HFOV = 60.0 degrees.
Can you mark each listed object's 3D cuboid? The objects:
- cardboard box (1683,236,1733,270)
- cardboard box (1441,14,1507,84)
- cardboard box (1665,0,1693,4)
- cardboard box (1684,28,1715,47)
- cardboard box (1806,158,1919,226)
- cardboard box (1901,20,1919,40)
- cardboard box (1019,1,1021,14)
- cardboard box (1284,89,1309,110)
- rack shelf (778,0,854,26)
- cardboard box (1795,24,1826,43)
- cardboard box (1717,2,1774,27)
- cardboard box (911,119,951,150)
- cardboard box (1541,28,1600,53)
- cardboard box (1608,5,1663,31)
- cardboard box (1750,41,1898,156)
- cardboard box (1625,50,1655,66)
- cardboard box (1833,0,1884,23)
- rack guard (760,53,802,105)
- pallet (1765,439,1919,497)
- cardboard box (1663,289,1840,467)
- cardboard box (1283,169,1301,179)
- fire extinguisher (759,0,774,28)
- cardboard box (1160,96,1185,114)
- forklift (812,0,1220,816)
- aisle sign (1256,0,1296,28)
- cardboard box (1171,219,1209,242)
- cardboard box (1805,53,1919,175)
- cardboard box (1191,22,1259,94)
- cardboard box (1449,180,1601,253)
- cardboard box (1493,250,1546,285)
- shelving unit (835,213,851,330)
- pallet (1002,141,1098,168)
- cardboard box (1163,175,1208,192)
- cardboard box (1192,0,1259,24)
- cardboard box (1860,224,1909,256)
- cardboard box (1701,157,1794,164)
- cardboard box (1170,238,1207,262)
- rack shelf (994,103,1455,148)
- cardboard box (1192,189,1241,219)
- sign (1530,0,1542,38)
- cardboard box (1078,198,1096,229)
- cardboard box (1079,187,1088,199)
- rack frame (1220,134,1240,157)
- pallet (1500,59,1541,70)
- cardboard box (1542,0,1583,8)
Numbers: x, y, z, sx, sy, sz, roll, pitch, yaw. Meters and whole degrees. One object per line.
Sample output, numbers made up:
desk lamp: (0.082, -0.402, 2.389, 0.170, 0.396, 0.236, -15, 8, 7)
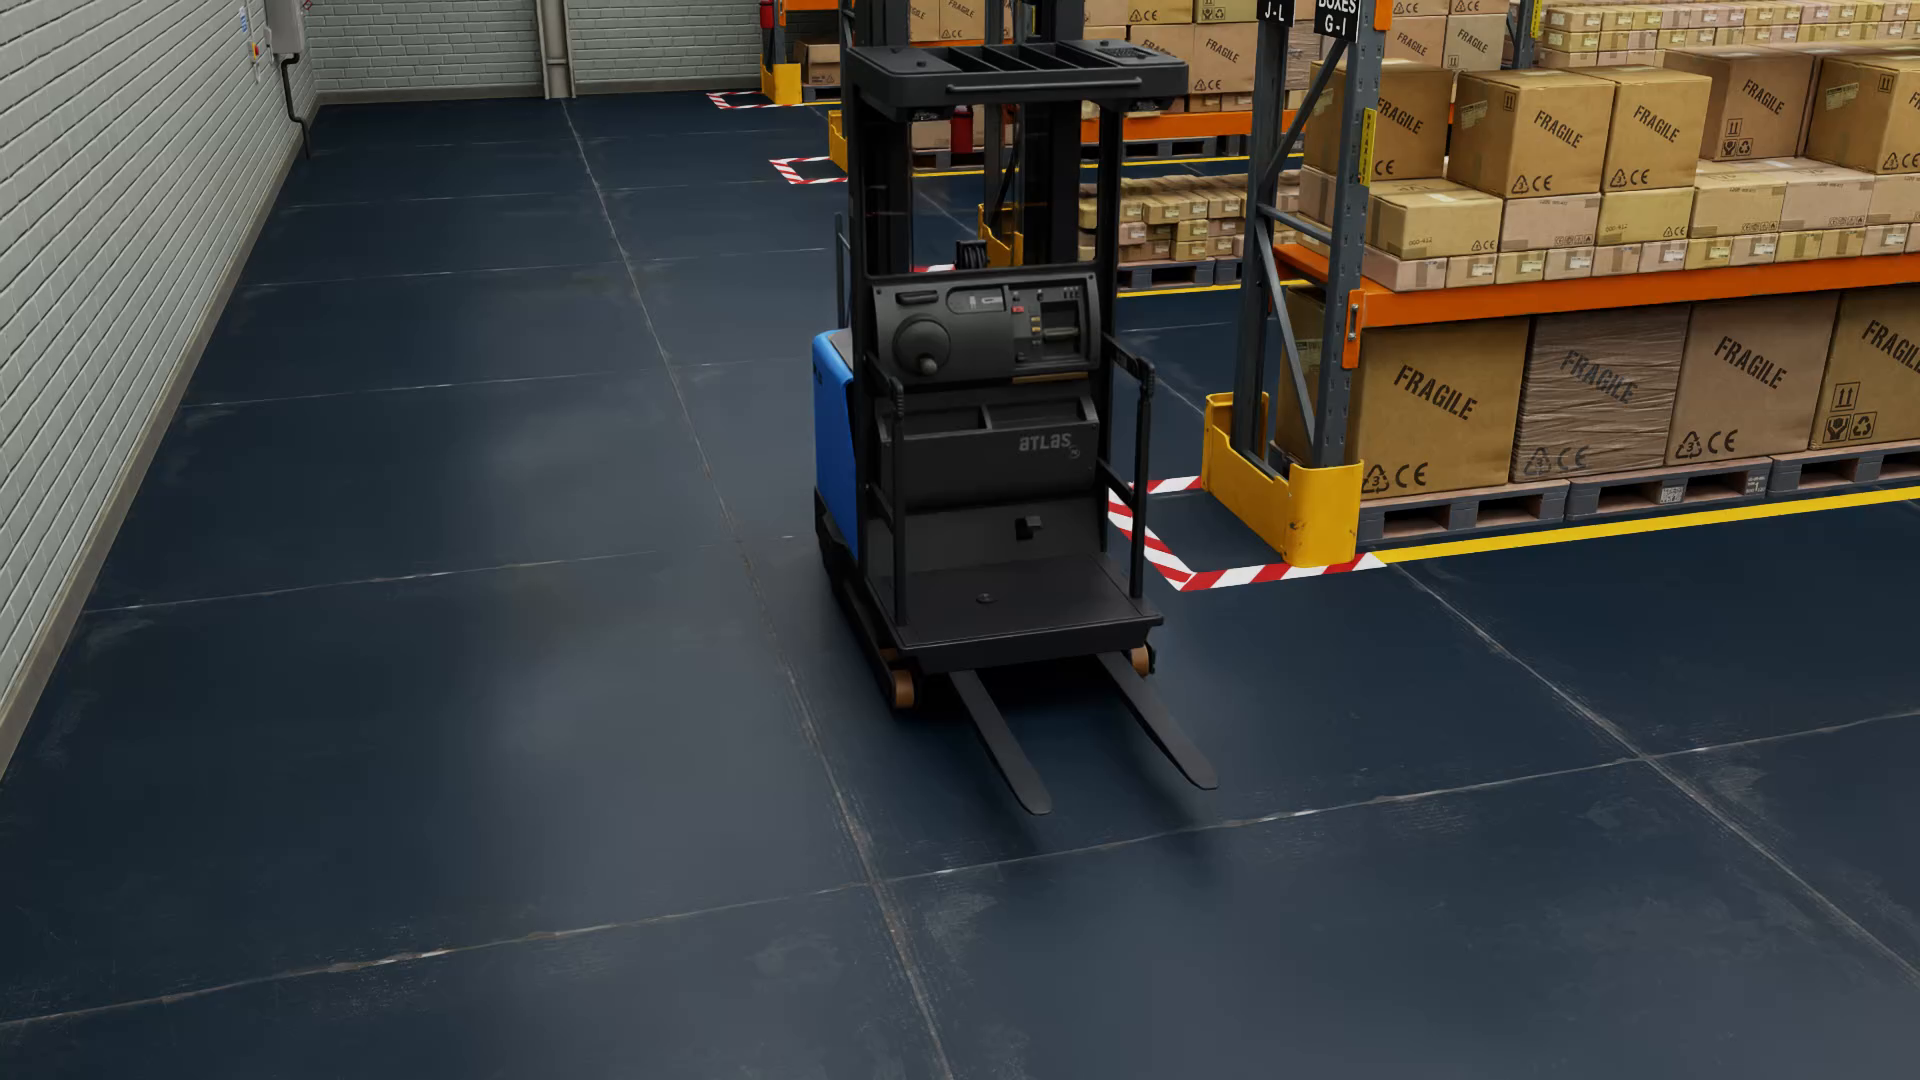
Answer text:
cardboard box: (3.534, -1.442, 8.126, 0.250, 0.149, 0.380, -7, 24, -16)
cardboard box: (3.842, -3.825, 12.856, 0.500, 0.500, 0.500, -6, 24, -14)
cardboard box: (5.820, -4.407, 13.749, 0.250, 0.149, 0.380, -7, 24, -17)
cardboard box: (5.742, -3.996, 13.168, 0.250, 0.149, 0.380, -5, 24, -12)
cardboard box: (4.622, -1.772, 8.389, 0.500, 0.250, 0.500, -6, 24, -13)
cardboard box: (7.730, -4.216, 13.680, 0.250, 0.149, 0.380, -6, 24, -13)
cardboard box: (0.754, -4.160, 12.370, 0.500, 0.500, 0.500, -7, 24, -15)
cardboard box: (2.534, -3.372, 12.624, 0.250, 0.149, 0.380, -6, 24, -13)
rack shelf: (-0.473, -7.010, 21.695, 4.000, 0.370, 1.077, -6, 24, -14)
cardboard box: (6.740, -4.106, 13.423, 0.250, 0.149, 0.380, -6, 24, -15)
cardboard box: (6.238, -4.187, 13.237, 0.250, 0.149, 0.380, -6, 24, -13)
cardboard box: (-0.446, -4.367, 17.341, 0.875, 0.438, 0.875, -7, 24, -16)
cardboard box: (4.735, -3.883, 12.903, 0.250, 0.149, 0.380, -6, 24, -14)
cardboard box: (5.249, -4.078, 12.980, 0.250, 0.149, 0.380, -6, 24, -14)
cardboard box: (4.468, -2.316, 8.706, 0.500, 0.500, 0.500, -6, 24, -14)
cardboard box: (5.242, -3.803, 13.094, 0.250, 0.149, 0.380, -6, 24, -14)
cardboard box: (7.240, -4.298, 13.494, 0.250, 0.149, 0.380, -6, 24, -13)
rack guard: (-2.325, -5.987, 21.569, 0.348, 0.500, 1.175, -6, 24, -14)
pallet: (4.721, -0.574, 9.321, 1.213, 0.211, 1.003, -6, 24, -14)
cardboard box: (3.950, -0.988, 8.910, 0.875, 0.875, 0.875, -6, 24, -14)
cardboard box: (2.820, -2.914, 13.566, 0.250, 0.149, 0.380, -6, 24, -13)
fire extinguisher: (-2.415, -6.730, 20.700, 0.183, 0.674, 0.296, -6, 24, -14)
cardboard box: (1.501, -3.300, 12.456, 0.250, 0.149, 0.380, -5, 24, -12)
forklift: (0.171, -0.836, 6.481, 1.130, 2.935, 3.031, -6, 24, -14)
aisle sign: (1.472, -2.782, 7.633, 0.004, 0.787, 0.394, -6, 24, -14)
cardboard box: (1.721, -2.406, 12.760, 0.250, 0.149, 0.380, -6, 24, -13)
cardboard box: (4.620, -2.117, 8.242, 0.500, 0.500, 0.500, -6, 24, -14)
cardboard box: (1.871, -3.615, 12.366, 0.500, 0.500, 0.500, -6, 24, -14)
cardboard box: (2.657, -1.555, 7.884, 0.500, 0.250, 0.500, -7, 24, -15)
cardboard box: (2.547, -1.333, 7.872, 0.250, 0.149, 0.380, -7, 24, -16)
shelving unit: (-0.053, -0.875, 8.388, 1.048, 1.500, 0.538, -5, 24, -12)
pallet: (0.867, -4.205, 17.783, 1.213, 0.211, 1.003, -6, 24, -14)
cardboard box: (1.804, -2.818, 13.341, 0.250, 0.149, 0.380, -5, 24, -12)
cardboard box: (1.875, -4.067, 12.153, 0.500, 0.500, 0.500, -7, 24, -16)
cardboard box: (4.526, -1.553, 8.383, 0.250, 0.149, 0.380, -6, 24, -13)
cardboard box: (3.973, -1.916, 8.724, 0.500, 0.250, 0.500, -6, 24, -13)
cardboard box: (1.714, -2.266, 12.809, 0.250, 0.149, 0.380, -6, 24, -14)
rack shelf: (2.306, -3.257, 12.950, 4.000, 0.370, 1.077, -6, 24, -14)
cardboard box: (1.973, -2.595, 12.822, 0.250, 0.149, 0.380, -5, 24, -12)
sign: (4.385, -3.994, 12.655, 0.005, 0.325, 0.100, -6, 24, -14)
cardboard box: (0.976, -2.458, 12.503, 0.250, 0.149, 0.380, -7, 24, -17)
cardboard box: (0.821, -2.684, 13.029, 0.250, 0.149, 0.380, -6, 24, -14)
rack frame: (2.797, -5.670, 17.659, 0.127, 3.000, 1.000, -6, 24, -14)
pallet: (5.007, -3.739, 13.403, 1.213, 0.211, 1.003, -6, 24, -14)
cardboard box: (4.824, -4.298, 13.494, 0.250, 0.149, 0.380, -7, 24, -16)
